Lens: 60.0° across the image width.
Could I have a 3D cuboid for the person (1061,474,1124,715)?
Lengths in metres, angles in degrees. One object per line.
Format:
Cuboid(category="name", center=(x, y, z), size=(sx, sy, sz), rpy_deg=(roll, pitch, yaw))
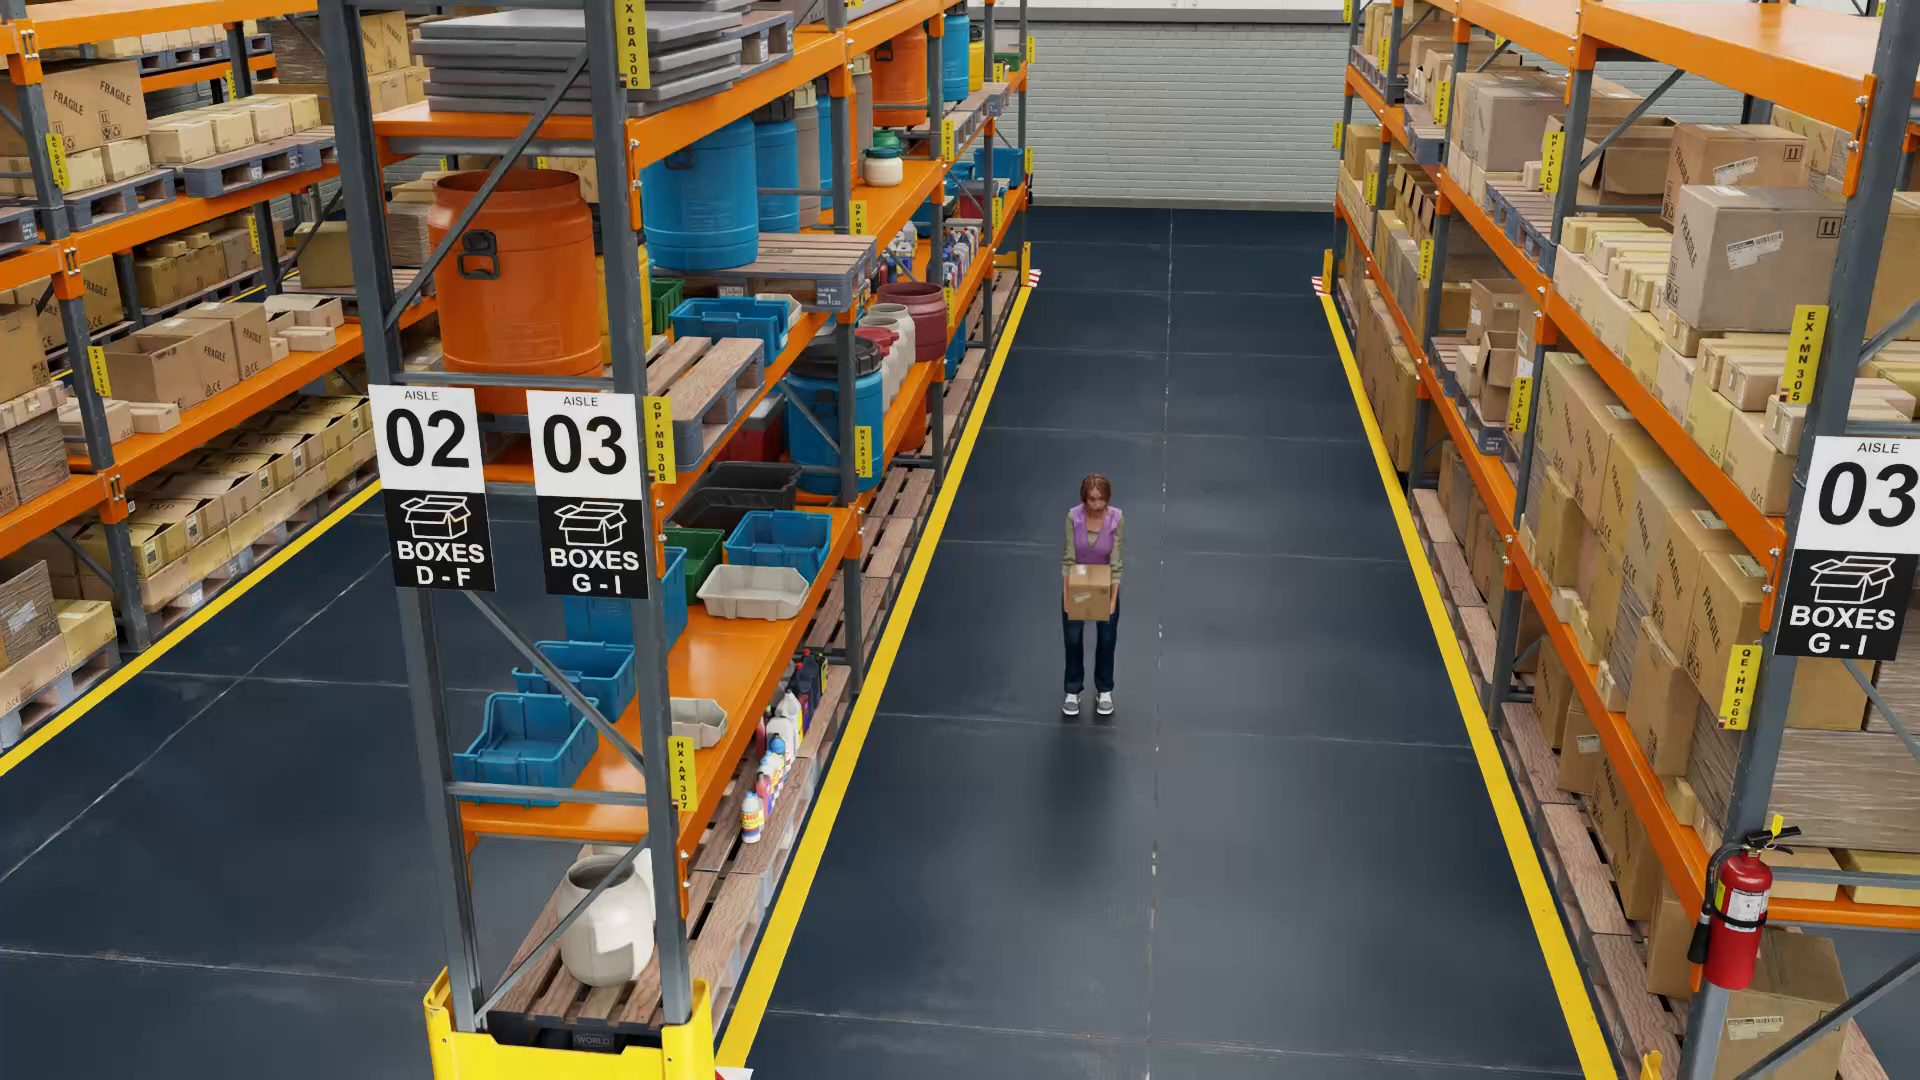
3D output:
Cuboid(category="person", center=(0.810, 0.343, 10.251), size=(0.373, 1.586, 0.518), rpy_deg=(2, 22, 5))
